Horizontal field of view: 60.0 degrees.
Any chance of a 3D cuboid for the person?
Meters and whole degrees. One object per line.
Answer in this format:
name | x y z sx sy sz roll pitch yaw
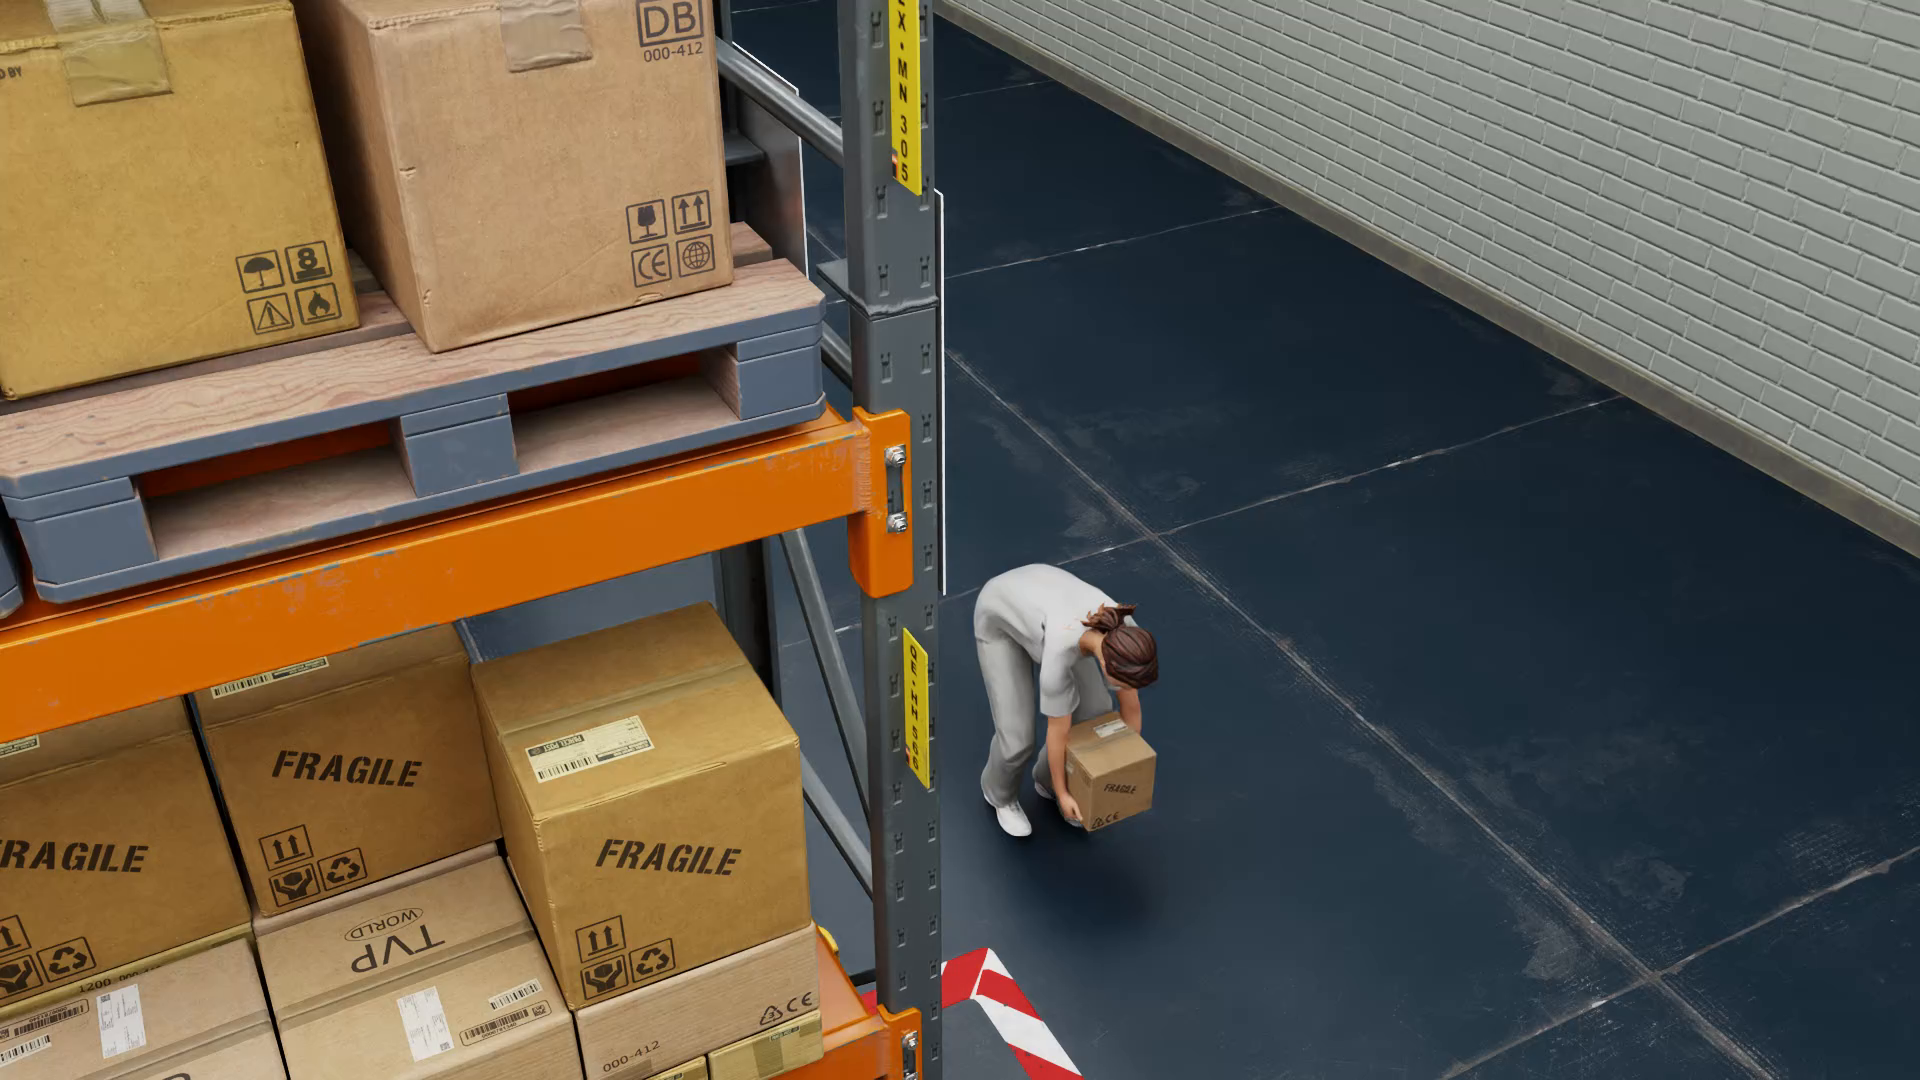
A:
person | 0.361 0.598 5.726 0.439 1.129 0.856 -18 37 -25
